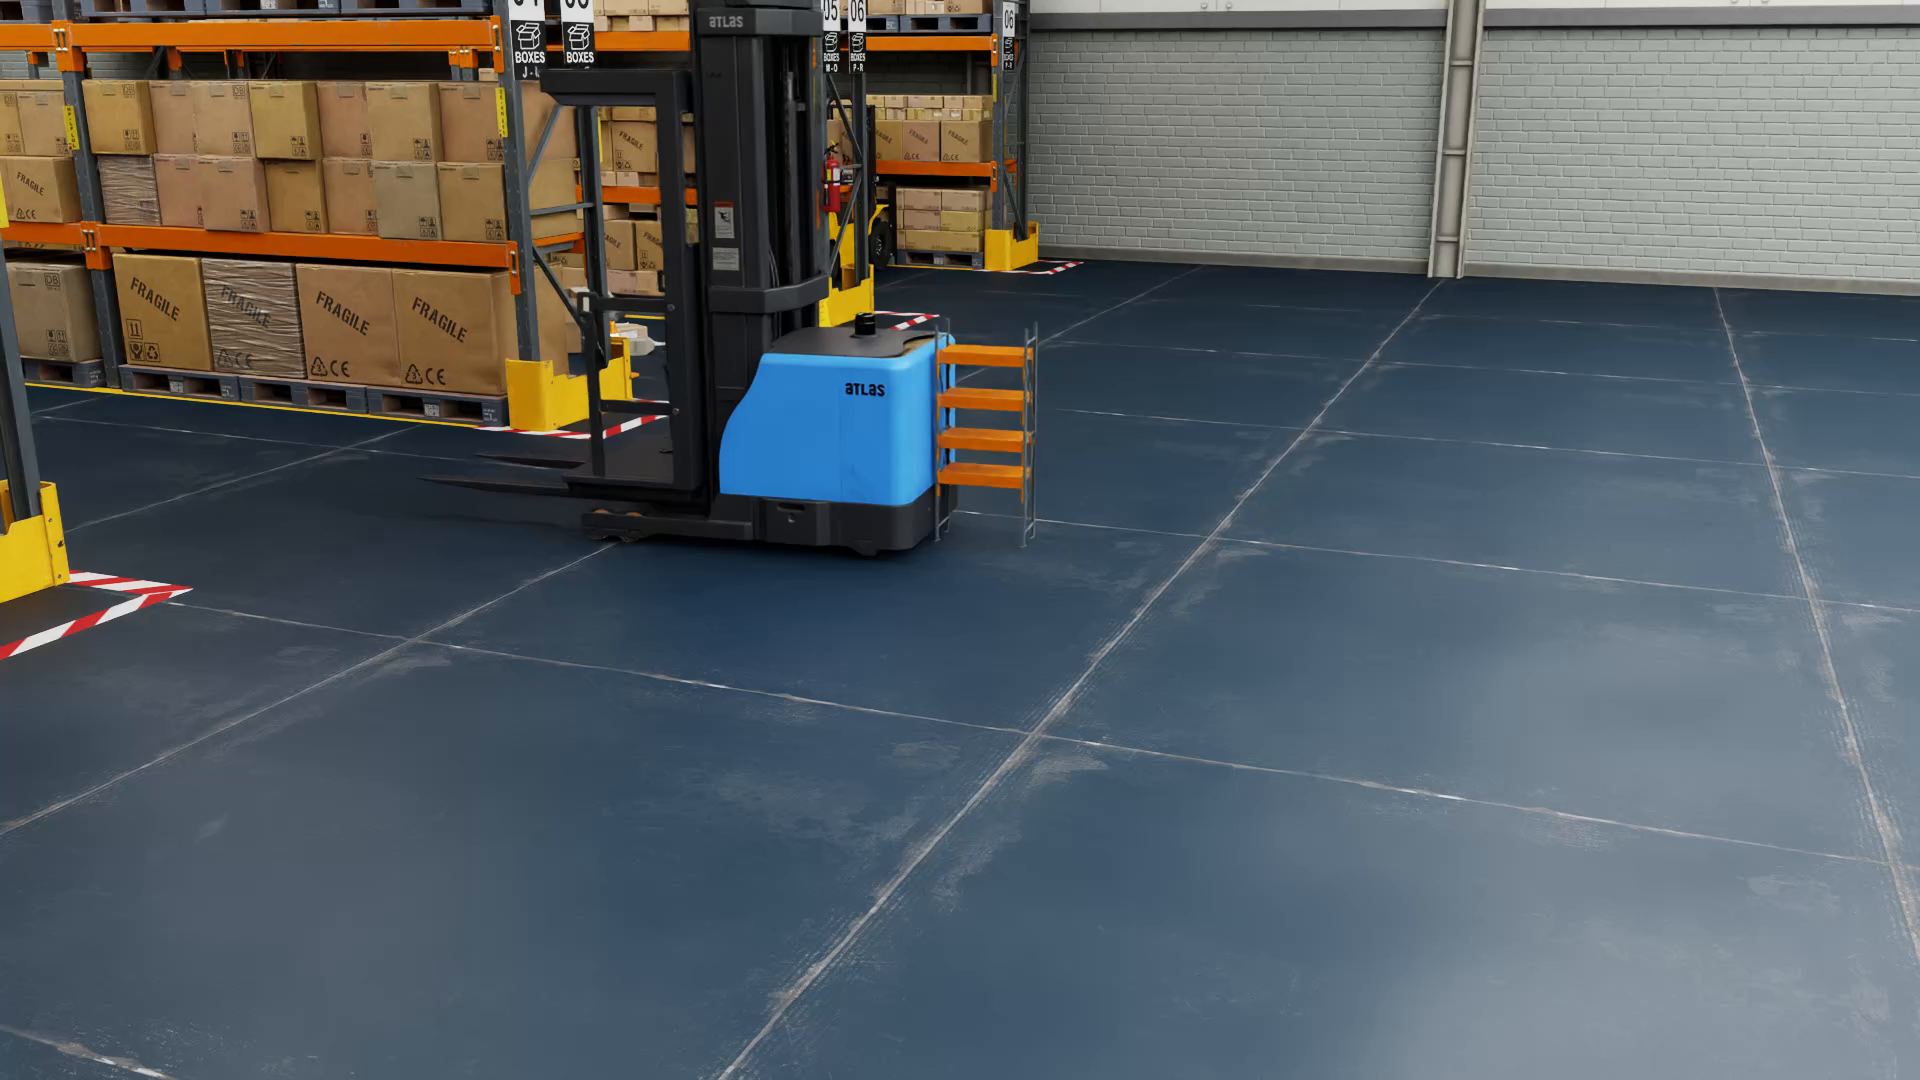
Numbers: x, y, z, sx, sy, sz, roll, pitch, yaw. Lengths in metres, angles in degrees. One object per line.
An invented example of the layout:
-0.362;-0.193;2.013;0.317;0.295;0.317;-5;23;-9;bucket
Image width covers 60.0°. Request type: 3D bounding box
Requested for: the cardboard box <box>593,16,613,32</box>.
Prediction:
-3.533;-5.149;16.600;0.250;0.149;0.380;6;17;20;cardboard box

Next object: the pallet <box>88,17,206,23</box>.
-9.239;-5.890;19.041;1.003;0.211;1.213;7;18;23;pallet

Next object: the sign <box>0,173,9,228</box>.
-4.616;-1.656;7.946;0.005;0.325;0.100;6;17;21;sign

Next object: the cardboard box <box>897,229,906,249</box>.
-0.835;-3.912;21.447;0.500;0.250;0.500;6;17;21;cardboard box

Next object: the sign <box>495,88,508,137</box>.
-3.113;-2.906;11.303;0.005;0.325;0.100;6;17;21;sign

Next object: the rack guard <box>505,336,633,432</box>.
-2.878;-1.173;12.317;0.348;0.500;1.175;6;17;21;rack guard

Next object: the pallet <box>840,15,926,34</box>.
-1.148;-6.559;21.165;1.213;0.211;1.003;6;17;21;pallet

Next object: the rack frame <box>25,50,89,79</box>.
-14.245;-6.594;26.508;0.127;3.000;1.000;6;17;21;rack frame

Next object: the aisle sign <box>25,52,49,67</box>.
-14.416;-7.774;25.908;0.004;0.787;0.394;6;17;21;aisle sign

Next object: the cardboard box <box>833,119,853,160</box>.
-1.343;-5.144;21.334;0.500;0.500;0.500;6;17;21;cardboard box

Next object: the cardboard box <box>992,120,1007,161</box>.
0.280;-5.128;21.279;0.500;0.500;0.500;7;18;22;cardboard box

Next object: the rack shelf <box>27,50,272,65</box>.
-12.384;-7.485;25.486;4.000;0.370;1.077;6;17;21;rack shelf

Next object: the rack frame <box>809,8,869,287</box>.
-1.179;-3.670;16.435;0.127;3.000;1.000;6;17;21;rack frame

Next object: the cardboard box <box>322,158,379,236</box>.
-4.257;-2.614;12.530;0.550;0.550;0.875;6;17;21;cardboard box

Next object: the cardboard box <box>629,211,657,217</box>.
-3.302;-3.226;17.739;0.500;0.500;0.500;7;18;24;cardboard box

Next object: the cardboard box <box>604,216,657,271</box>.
-3.466;-3.085;17.253;0.500;0.500;0.500;7;18;24;cardboard box

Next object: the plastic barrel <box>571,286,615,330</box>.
-3.656;-2.251;16.169;0.512;0.421;0.421;-9;18;-27;plastic barrel

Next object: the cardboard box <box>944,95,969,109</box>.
-0.012;-5.459;20.722;0.250;0.149;0.380;6;17;21;cardboard box

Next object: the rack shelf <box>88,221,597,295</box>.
-4.761;-2.235;12.782;4.000;0.370;1.077;6;17;21;rack shelf

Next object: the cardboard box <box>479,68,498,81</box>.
-4.570;-4.649;17.301;0.500;0.500;0.700;6;17;20;cardboard box

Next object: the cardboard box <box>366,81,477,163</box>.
-3.777;-3.047;12.082;0.550;0.550;0.875;6;17;21;cardboard box

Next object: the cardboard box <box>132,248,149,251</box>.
-9.233;-3.762;19.809;0.875;0.875;0.875;6;17;20;cardboard box

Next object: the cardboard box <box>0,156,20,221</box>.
-7.675;-2.869;13.496;0.500;0.500;0.500;6;17;20;cardboard box

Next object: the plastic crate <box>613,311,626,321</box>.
-3.740;-2.304;16.966;0.583;0.080;0.402;0;16;1;plastic crate

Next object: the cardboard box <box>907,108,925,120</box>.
-0.480;-5.369;20.945;0.250;0.149;0.380;6;17;20;cardboard box

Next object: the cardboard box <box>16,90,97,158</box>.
-7.086;-3.362;13.403;0.500;0.500;0.700;6;17;20;cardboard box

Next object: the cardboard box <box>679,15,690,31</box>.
-2.552;-5.063;16.304;0.250;0.149;0.380;6;17;20;cardboard box

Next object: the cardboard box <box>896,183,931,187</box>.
-0.666;-4.521;21.753;0.500;0.250;0.500;6;17;20;cardboard box

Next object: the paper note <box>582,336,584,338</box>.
-3.523;-1.945;15.838;0.142;0.019;0.148;14;21;40;paper note

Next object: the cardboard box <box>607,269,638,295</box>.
-3.455;-2.725;17.357;0.500;0.250;0.500;6;17;20;cardboard box

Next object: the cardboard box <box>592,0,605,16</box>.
-3.646;-5.369;16.644;0.500;0.250;0.500;6;17;21;cardboard box

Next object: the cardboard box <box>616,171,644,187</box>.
-3.293;-3.691;16.959;0.250;0.149;0.380;6;17;20;cardboard box

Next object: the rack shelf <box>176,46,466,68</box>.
-6.760;-5.379;18.231;4.000;0.370;1.077;6;17;21;rack shelf

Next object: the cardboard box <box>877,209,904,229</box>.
-0.879;-4.149;21.367;0.500;0.250;0.500;6;17;19;cardboard box

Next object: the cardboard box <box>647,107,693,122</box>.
-2.714;-4.416;16.498;0.500;0.500;0.700;6;17;20;cardboard box

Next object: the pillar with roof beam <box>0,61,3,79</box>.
-18.002;-8.868;23.581;0.400;9.000;9.100;6;17;21;pillar with roof beam

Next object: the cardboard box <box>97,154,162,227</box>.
-6.274;-2.822;13.246;0.550;0.550;0.875;6;17;21;cardboard box

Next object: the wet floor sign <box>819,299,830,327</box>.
-1.394;-2.242;15.740;0.232;0.644;0.267;14;21;40;wet floor sign

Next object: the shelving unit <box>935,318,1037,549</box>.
0.139;-0.578;9.012;0.503;1.200;0.258;4;17;15;shelving unit

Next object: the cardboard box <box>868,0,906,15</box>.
-0.778;-6.809;20.754;0.500;0.500;0.700;6;17;21;cardboard box

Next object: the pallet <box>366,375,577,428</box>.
-3.673;-1.098;12.578;1.213;0.211;1.003;6;17;21;pallet

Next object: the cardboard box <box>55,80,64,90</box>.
-10.137;-5.104;19.403;0.500;0.500;0.500;6;17;21;cardboard box

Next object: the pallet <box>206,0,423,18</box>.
-4.734;-3.971;12.252;1.213;0.211;1.003;6;17;21;pallet

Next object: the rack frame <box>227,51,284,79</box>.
-10.524;-6.185;25.099;0.127;3.000;1.000;6;17;21;rack frame

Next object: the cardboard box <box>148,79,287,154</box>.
-5.737;-3.303;12.964;0.550;0.550;0.875;6;17;21;cardboard box

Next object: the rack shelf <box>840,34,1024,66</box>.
-1.221;-6.257;21.257;4.000;0.370;1.077;6;17;21;rack shelf

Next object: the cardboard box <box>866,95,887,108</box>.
-0.995;-5.547;21.023;0.250;0.149;0.380;7;17;22;cardboard box

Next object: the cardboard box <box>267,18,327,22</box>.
-7.191;-5.830;18.309;0.637;0.503;0.797;6;17;21;cardboard box

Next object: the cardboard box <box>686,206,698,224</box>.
-2.618;-3.284;16.775;0.250;0.149;0.380;7;17;22;cardboard box

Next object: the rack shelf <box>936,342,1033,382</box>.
0.139;-0.955;8.902;0.480;0.148;0.258;4;17;15;rack shelf

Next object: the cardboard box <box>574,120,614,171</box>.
-3.655;-4.053;17.040;0.500;0.500;0.500;6;17;20;cardboard box

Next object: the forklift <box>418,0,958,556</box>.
-1.588;-1.530;9.186;3.031;2.935;1.130;4;17;15;forklift

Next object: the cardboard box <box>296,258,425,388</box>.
-4.375;-1.699;12.703;0.875;0.875;0.875;6;17;20;cardboard box
